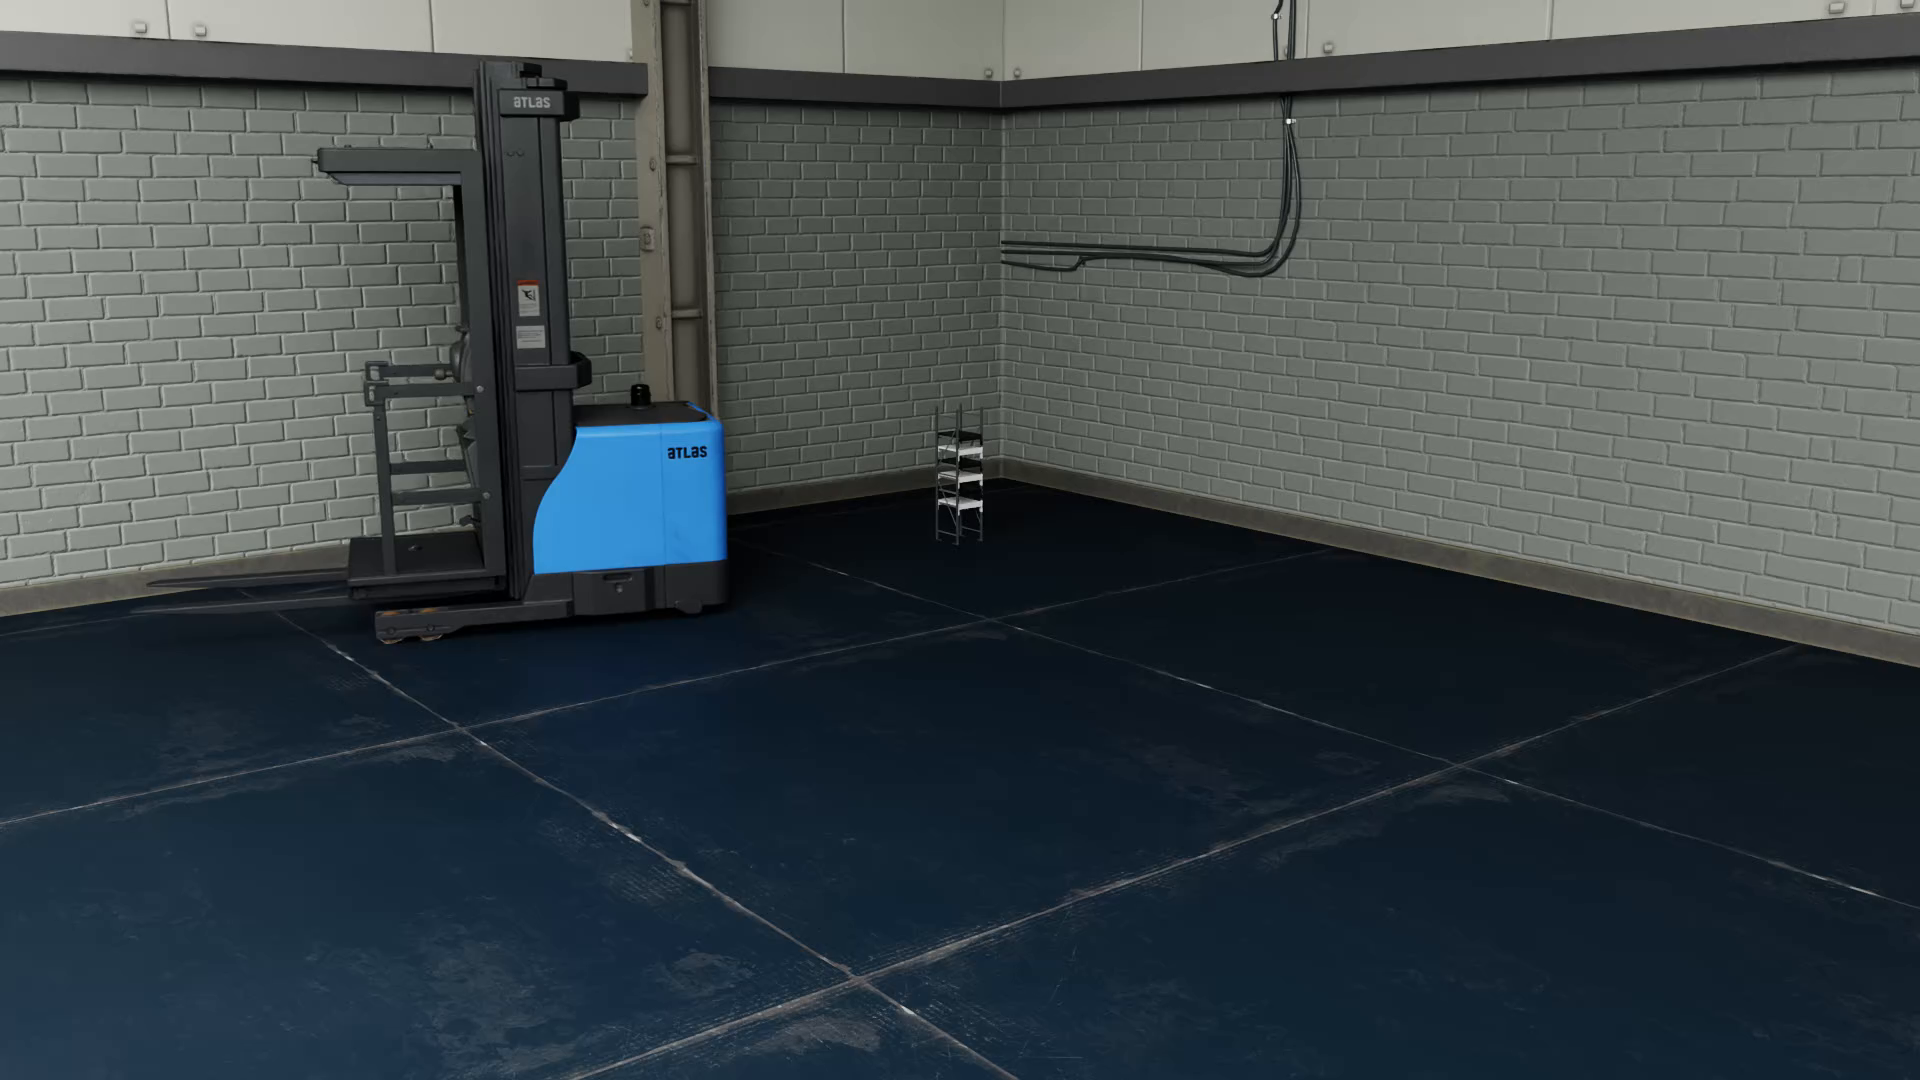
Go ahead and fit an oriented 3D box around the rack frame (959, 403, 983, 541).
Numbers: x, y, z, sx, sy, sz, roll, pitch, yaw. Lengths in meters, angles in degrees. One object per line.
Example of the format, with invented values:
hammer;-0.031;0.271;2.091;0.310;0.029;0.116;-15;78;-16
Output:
rack frame;0.073;-0.452;11.092;0.006;0.900;0.240;-9;15;-38

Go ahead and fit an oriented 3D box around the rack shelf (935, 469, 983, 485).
rack shelf;-0.006;-0.407;11.037;0.200;0.077;0.258;-9;15;-38

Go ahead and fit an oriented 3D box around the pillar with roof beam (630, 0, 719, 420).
pillar with roof beam;0.779;-3.808;7.395;0.400;9.000;9.100;-9;15;-38

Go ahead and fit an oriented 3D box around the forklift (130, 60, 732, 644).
forklift;-2.841;-1.019;8.872;3.031;2.935;1.130;-4;13;-18

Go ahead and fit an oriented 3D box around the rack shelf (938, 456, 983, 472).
rack shelf;-0.006;-0.495;11.019;0.200;0.077;0.258;-9;15;-38

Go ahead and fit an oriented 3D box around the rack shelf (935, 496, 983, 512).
rack shelf;-0.006;-0.230;11.075;0.200;0.077;0.258;-9;15;-38

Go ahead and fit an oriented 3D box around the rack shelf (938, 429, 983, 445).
rack shelf;-0.006;-0.671;10.981;0.200;0.077;0.258;-9;15;-38

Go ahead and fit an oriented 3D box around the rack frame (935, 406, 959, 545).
rack frame;-0.086;-0.426;10.968;0.006;0.900;0.240;-9;15;-38

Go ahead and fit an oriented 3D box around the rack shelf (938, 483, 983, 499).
rack shelf;-0.006;-0.318;11.056;0.200;0.077;0.258;-9;15;-38

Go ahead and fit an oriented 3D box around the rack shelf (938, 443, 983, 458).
rack shelf;-0.006;-0.583;11.000;0.200;0.077;0.258;-9;15;-38

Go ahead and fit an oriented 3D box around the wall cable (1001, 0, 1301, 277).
wall cable;1.216;-3.155;11.796;0.112;2.526;3.097;-9;15;-38

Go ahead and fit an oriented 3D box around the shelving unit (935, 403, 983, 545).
shelving unit;-0.006;-0.439;11.030;0.210;0.900;0.258;-9;15;-38
